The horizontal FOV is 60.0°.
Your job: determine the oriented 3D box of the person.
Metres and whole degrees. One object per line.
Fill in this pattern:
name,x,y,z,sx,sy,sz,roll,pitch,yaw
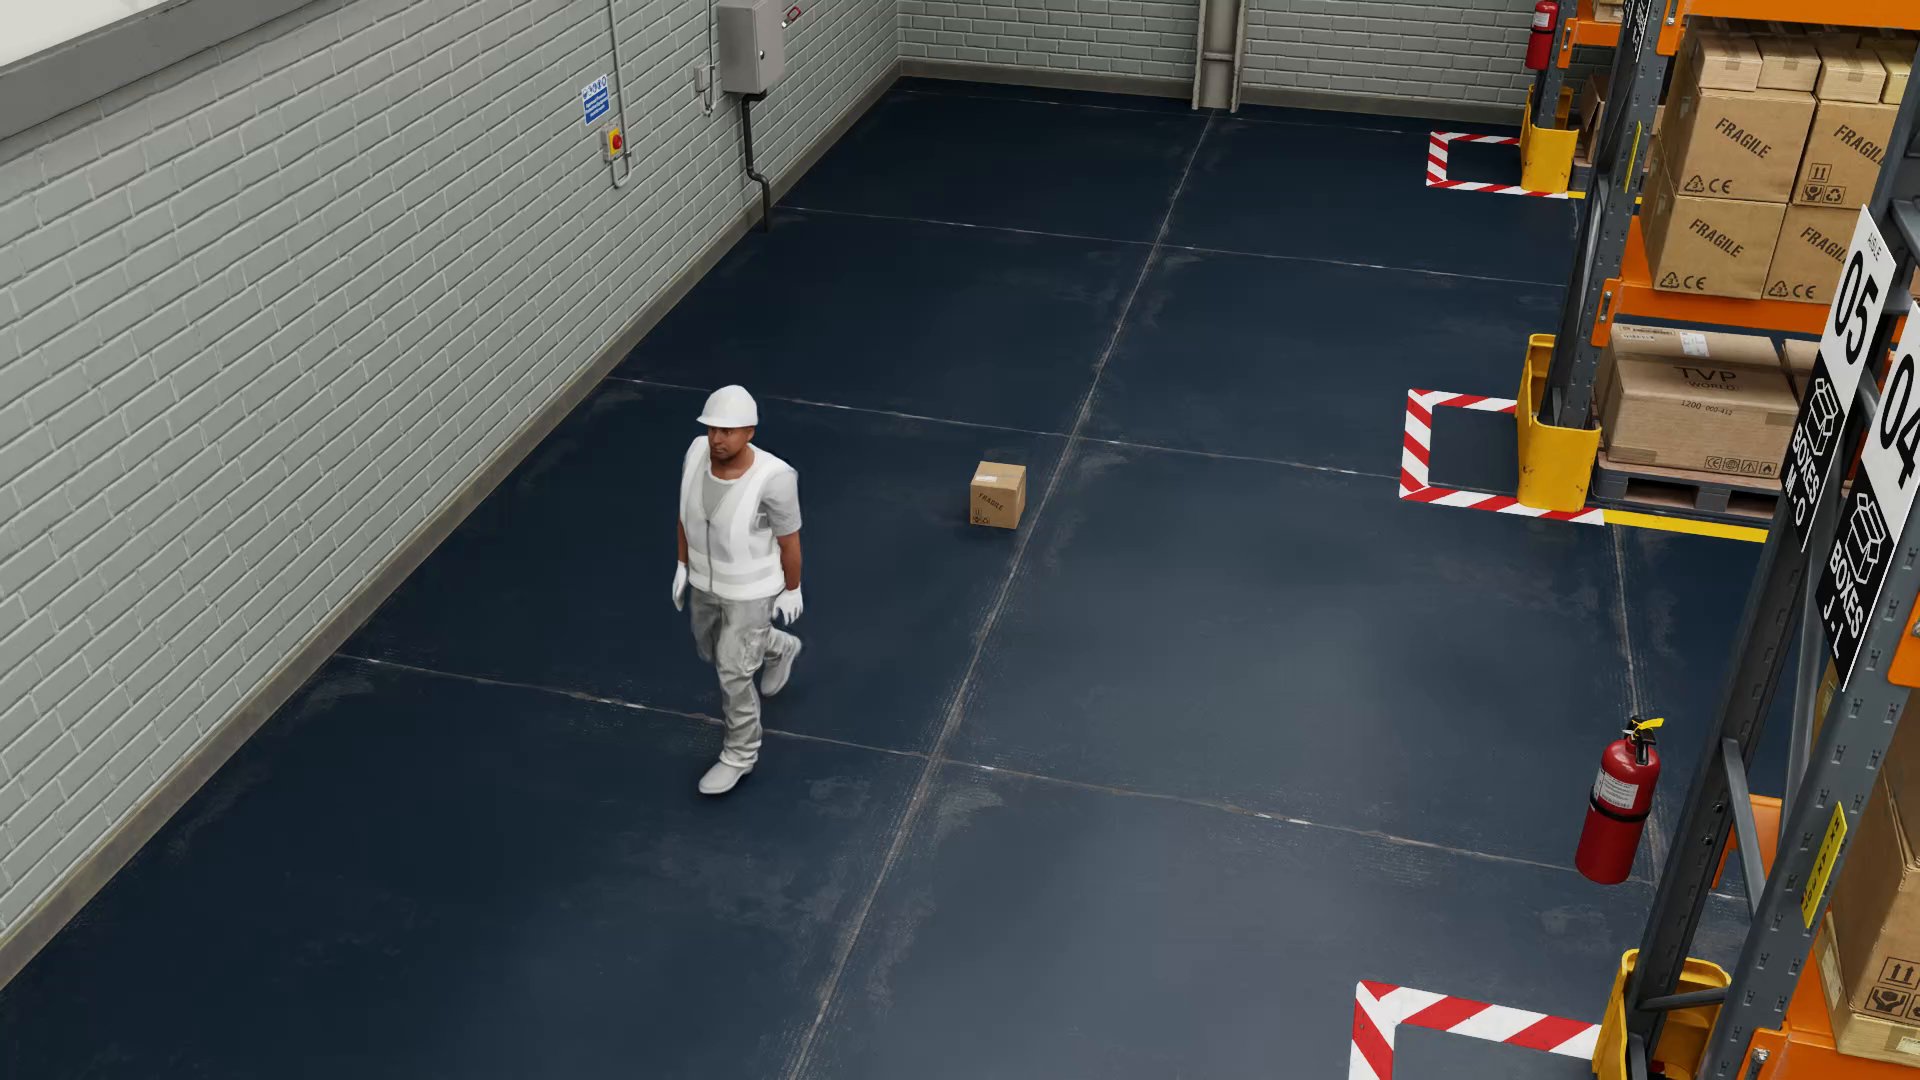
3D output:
person,-0.917,-0.119,6.659,0.552,1.087,0.341,20,38,28
